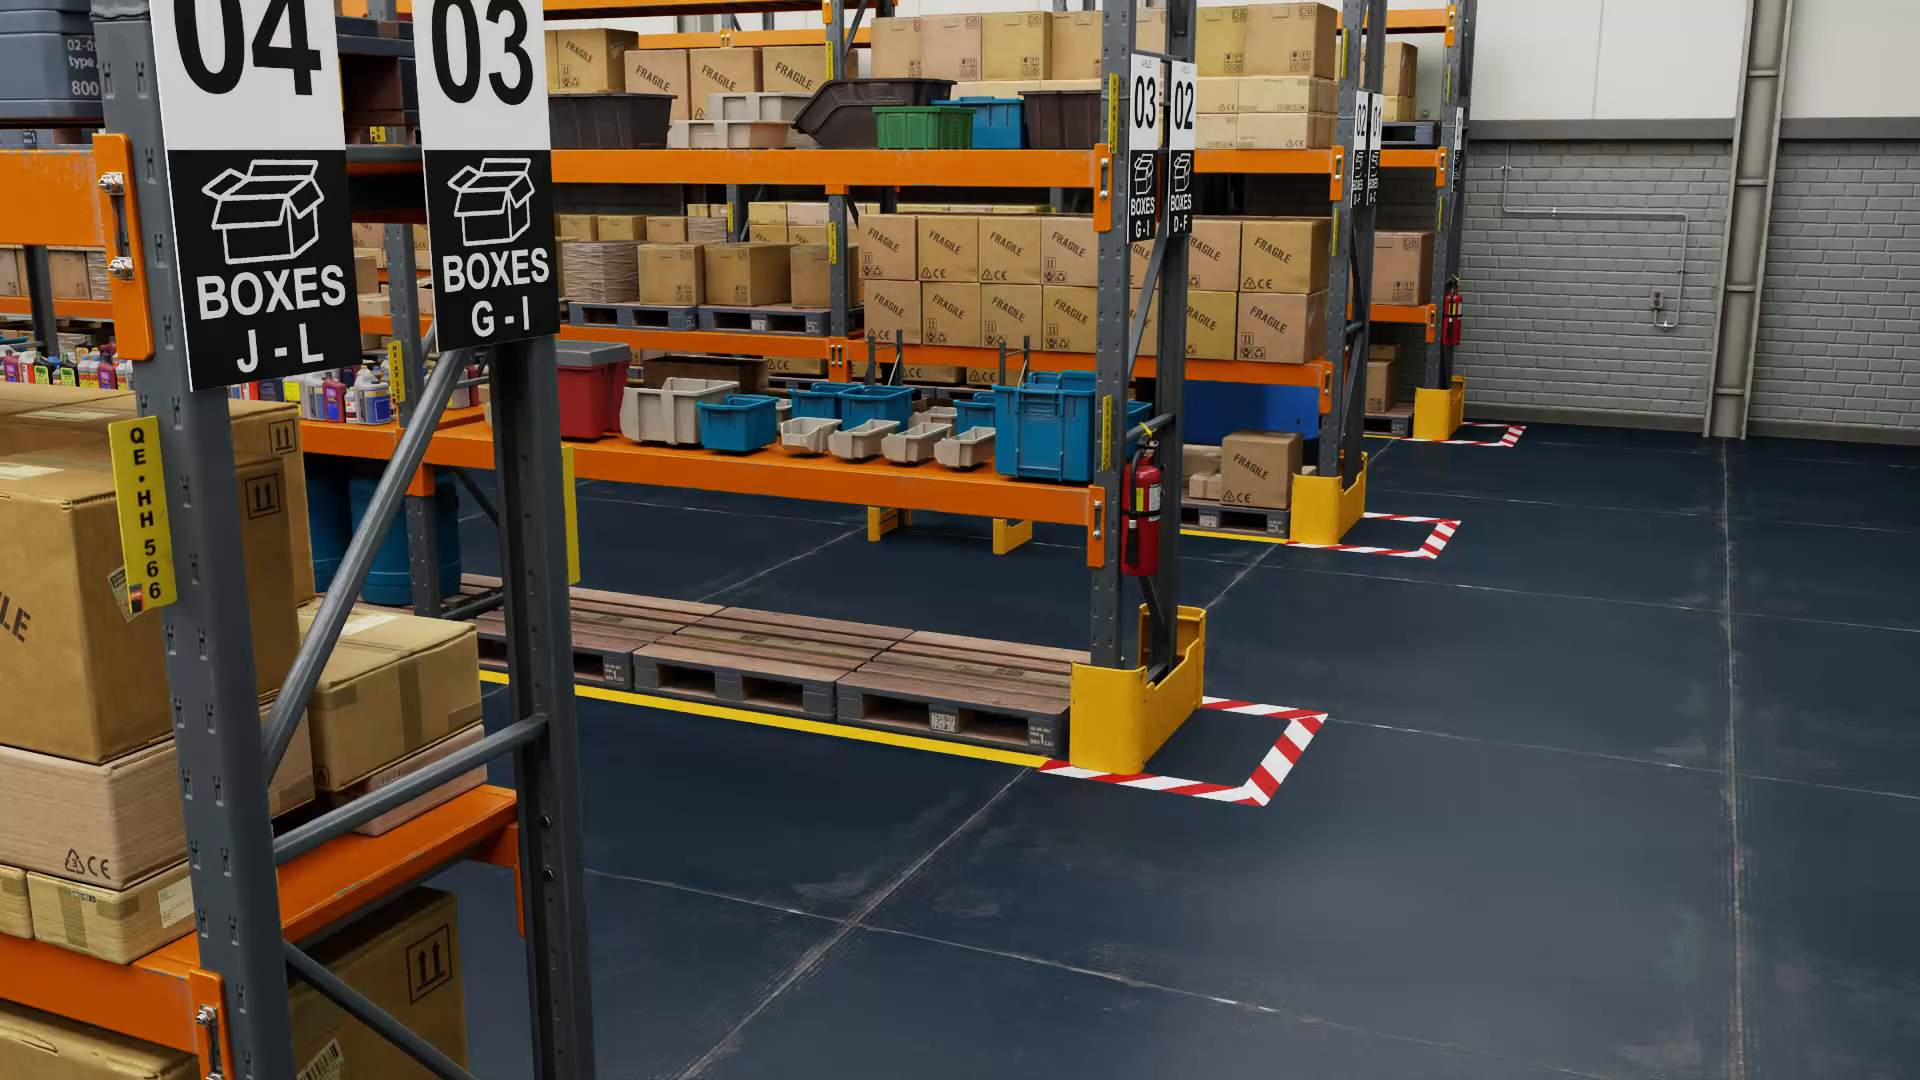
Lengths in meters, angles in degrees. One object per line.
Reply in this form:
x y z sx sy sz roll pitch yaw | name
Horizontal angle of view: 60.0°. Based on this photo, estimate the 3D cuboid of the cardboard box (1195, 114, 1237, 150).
1.838 -2.973 12.121 0.500 0.250 0.500 6 14 23 | cardboard box

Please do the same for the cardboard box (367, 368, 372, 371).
-5.964 -1.515 16.017 0.500 0.311 0.500 6 14 23 | cardboard box

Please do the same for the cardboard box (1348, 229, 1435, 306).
4.400 -2.771 16.841 0.700 0.700 0.980 7 15 26 | cardboard box

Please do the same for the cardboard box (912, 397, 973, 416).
-0.154 -0.919 14.113 0.500 0.500 0.500 6 14 23 | cardboard box

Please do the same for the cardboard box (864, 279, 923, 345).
-0.434 -1.860 13.395 0.500 0.500 0.500 6 15 25 | cardboard box

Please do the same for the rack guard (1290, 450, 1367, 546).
2.798 -0.335 12.588 0.348 0.500 1.175 6 14 23 | rack guard

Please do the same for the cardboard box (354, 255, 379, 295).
-5.988 -2.486 16.063 0.500 0.500 0.500 5 14 20 | cardboard box

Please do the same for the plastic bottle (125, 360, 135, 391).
-4.924 -0.955 10.028 0.135 0.276 0.152 6 14 23 | plastic bottle

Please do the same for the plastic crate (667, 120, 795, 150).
-1.132 -1.982 8.146 0.530 0.136 0.437 6 14 23 | plastic crate

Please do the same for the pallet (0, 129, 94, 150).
-5.797 -2.528 10.309 1.213 0.211 1.003 6 14 23 | pallet

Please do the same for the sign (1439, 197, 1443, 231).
4.638 -3.147 16.046 0.005 0.325 0.100 6 14 23 | sign

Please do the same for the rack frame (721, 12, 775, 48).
-2.444 -6.241 19.152 0.127 3.000 1.000 6 14 23 | rack frame

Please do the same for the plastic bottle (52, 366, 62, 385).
-5.552 -0.975 10.278 0.097 0.201 0.097 0 13 0 | plastic bottle

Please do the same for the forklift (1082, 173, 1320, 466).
1.769 -2.190 15.173 3.031 2.935 1.130 11 17 40 | forklift

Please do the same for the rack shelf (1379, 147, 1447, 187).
3.042 -3.875 17.211 4.000 0.370 1.077 6 14 23 | rack shelf

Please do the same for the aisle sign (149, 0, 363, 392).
-1.204 -0.672 2.863 0.004 0.787 0.394 6 14 23 | aisle sign

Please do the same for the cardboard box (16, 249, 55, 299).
-9.454 -2.838 17.566 0.500 0.500 0.700 6 14 24 | cardboard box

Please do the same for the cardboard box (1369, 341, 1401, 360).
4.385 -1.957 17.162 0.250 0.149 0.380 6 14 24 | cardboard box

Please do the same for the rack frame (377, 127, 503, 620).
-2.799 -0.881 9.442 0.127 3.000 1.000 6 14 23 | rack frame

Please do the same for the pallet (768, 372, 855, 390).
-1.754 -1.874 19.778 1.213 0.211 1.003 6 14 23 | pallet

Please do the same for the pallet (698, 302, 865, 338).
-1.476 -1.918 14.284 1.213 0.211 1.003 6 14 23 | pallet

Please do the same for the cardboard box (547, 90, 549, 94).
-3.568 -3.714 14.730 0.500 0.500 0.910 6 14 23 | cardboard box

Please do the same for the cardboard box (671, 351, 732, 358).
-3.123 -2.373 20.310 0.500 0.500 0.700 6 14 24 | cardboard box

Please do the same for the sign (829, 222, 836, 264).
-1.011 -2.362 13.222 0.005 0.325 0.100 6 14 23 | sign

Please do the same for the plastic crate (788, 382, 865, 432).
-0.713 -0.699 8.905 0.300 0.233 0.416 6 14 23 | plastic crate

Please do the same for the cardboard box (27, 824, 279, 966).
-1.607 0.682 3.332 0.250 0.149 0.380 6 15 24 | cardboard box

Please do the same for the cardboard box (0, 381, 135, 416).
-2.411 -0.107 4.179 0.500 0.500 0.500 5 14 22 | cardboard box

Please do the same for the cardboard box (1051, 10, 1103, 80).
1.048 -3.738 12.647 0.500 0.500 0.700 6 14 23 | cardboard box

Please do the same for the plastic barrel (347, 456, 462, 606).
-3.290 -0.117 9.863 0.708 0.901 0.600 6 14 23 | plastic barrel

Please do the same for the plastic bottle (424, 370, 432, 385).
-3.197 -0.926 10.071 0.097 0.201 0.097 0 13 0 | plastic bottle

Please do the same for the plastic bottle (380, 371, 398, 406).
-3.436 -0.912 10.012 0.097 0.201 0.097 0 13 0 | plastic bottle

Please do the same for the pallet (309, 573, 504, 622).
-3.488 0.397 10.102 1.213 0.211 1.003 6 14 23 | pallet

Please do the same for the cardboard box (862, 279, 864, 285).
-1.049 -3.015 19.046 0.250 0.149 0.380 6 14 24 | cardboard box

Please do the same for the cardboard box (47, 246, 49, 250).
-9.369 -3.095 17.238 0.250 0.149 0.380 6 14 23 | cardboard box

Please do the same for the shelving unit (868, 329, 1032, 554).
-0.070 -0.737 12.114 1.083 1.500 0.587 6 14 23 | shelving unit

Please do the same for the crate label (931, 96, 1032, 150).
0.145 -2.051 8.190 0.502 0.251 0.408 6 14 23 | crate label

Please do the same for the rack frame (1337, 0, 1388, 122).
2.867 -4.465 11.587 0.127 3.000 1.000 6 14 23 | rack frame

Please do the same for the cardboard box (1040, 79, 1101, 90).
0.922 -3.308 12.454 0.500 0.250 0.500 6 14 23 | cardboard box

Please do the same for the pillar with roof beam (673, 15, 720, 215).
-5.026 -5.643 16.603 0.400 9.000 9.100 6 14 23 | pillar with roof beam

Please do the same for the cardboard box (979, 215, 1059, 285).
0.469 -2.253 12.881 0.500 0.500 0.500 5 14 22 | cardboard box

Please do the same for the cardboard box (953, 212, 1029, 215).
0.247 -2.411 13.555 0.500 0.500 0.500 5 14 22 | cardboard box

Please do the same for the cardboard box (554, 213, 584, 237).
-5.142 -3.846 20.895 0.500 0.500 0.700 7 15 29 | cardboard box

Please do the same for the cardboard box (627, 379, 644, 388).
-3.024 -1.197 15.298 0.500 0.500 0.500 5 14 21 | cardboard box

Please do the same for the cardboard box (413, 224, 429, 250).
-6.659 -3.971 21.255 0.500 0.500 0.500 6 14 23 | cardboard box

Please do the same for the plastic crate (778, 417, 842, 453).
-0.763 -0.523 8.364 0.250 0.136 0.298 6 14 23 | plastic crate

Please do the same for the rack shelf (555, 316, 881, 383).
-2.618 -1.750 14.720 4.000 0.370 1.077 6 14 23 | rack shelf

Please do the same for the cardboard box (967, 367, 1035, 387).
0.566 -2.141 18.599 0.750 0.750 0.750 6 14 24 | cardboard box

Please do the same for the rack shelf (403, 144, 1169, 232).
-0.971 -1.806 8.393 4.000 0.370 1.077 6 14 23 | rack shelf

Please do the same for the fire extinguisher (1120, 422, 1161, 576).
0.812 -0.182 7.452 0.183 0.674 0.296 6 14 23 | fire extinguisher

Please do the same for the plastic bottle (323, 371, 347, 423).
-3.521 -0.805 9.373 0.133 0.283 0.061 6 14 23 | plastic bottle

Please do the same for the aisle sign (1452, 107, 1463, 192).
4.815 -3.776 16.091 0.004 0.787 0.394 6 14 23 | aisle sign

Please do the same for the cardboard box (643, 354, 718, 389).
-2.506 -1.512 14.998 0.500 0.250 0.500 5 14 22 | cardboard box

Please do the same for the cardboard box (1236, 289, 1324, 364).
2.348 -1.578 12.195 0.500 0.500 0.500 6 15 25 | cardboard box

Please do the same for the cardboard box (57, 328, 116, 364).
-9.069 -1.932 17.380 0.500 0.500 0.500 6 14 23 | cardboard box

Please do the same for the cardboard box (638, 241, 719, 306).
-2.430 -2.319 14.432 0.500 0.500 0.700 2 13 9 | cardboard box
